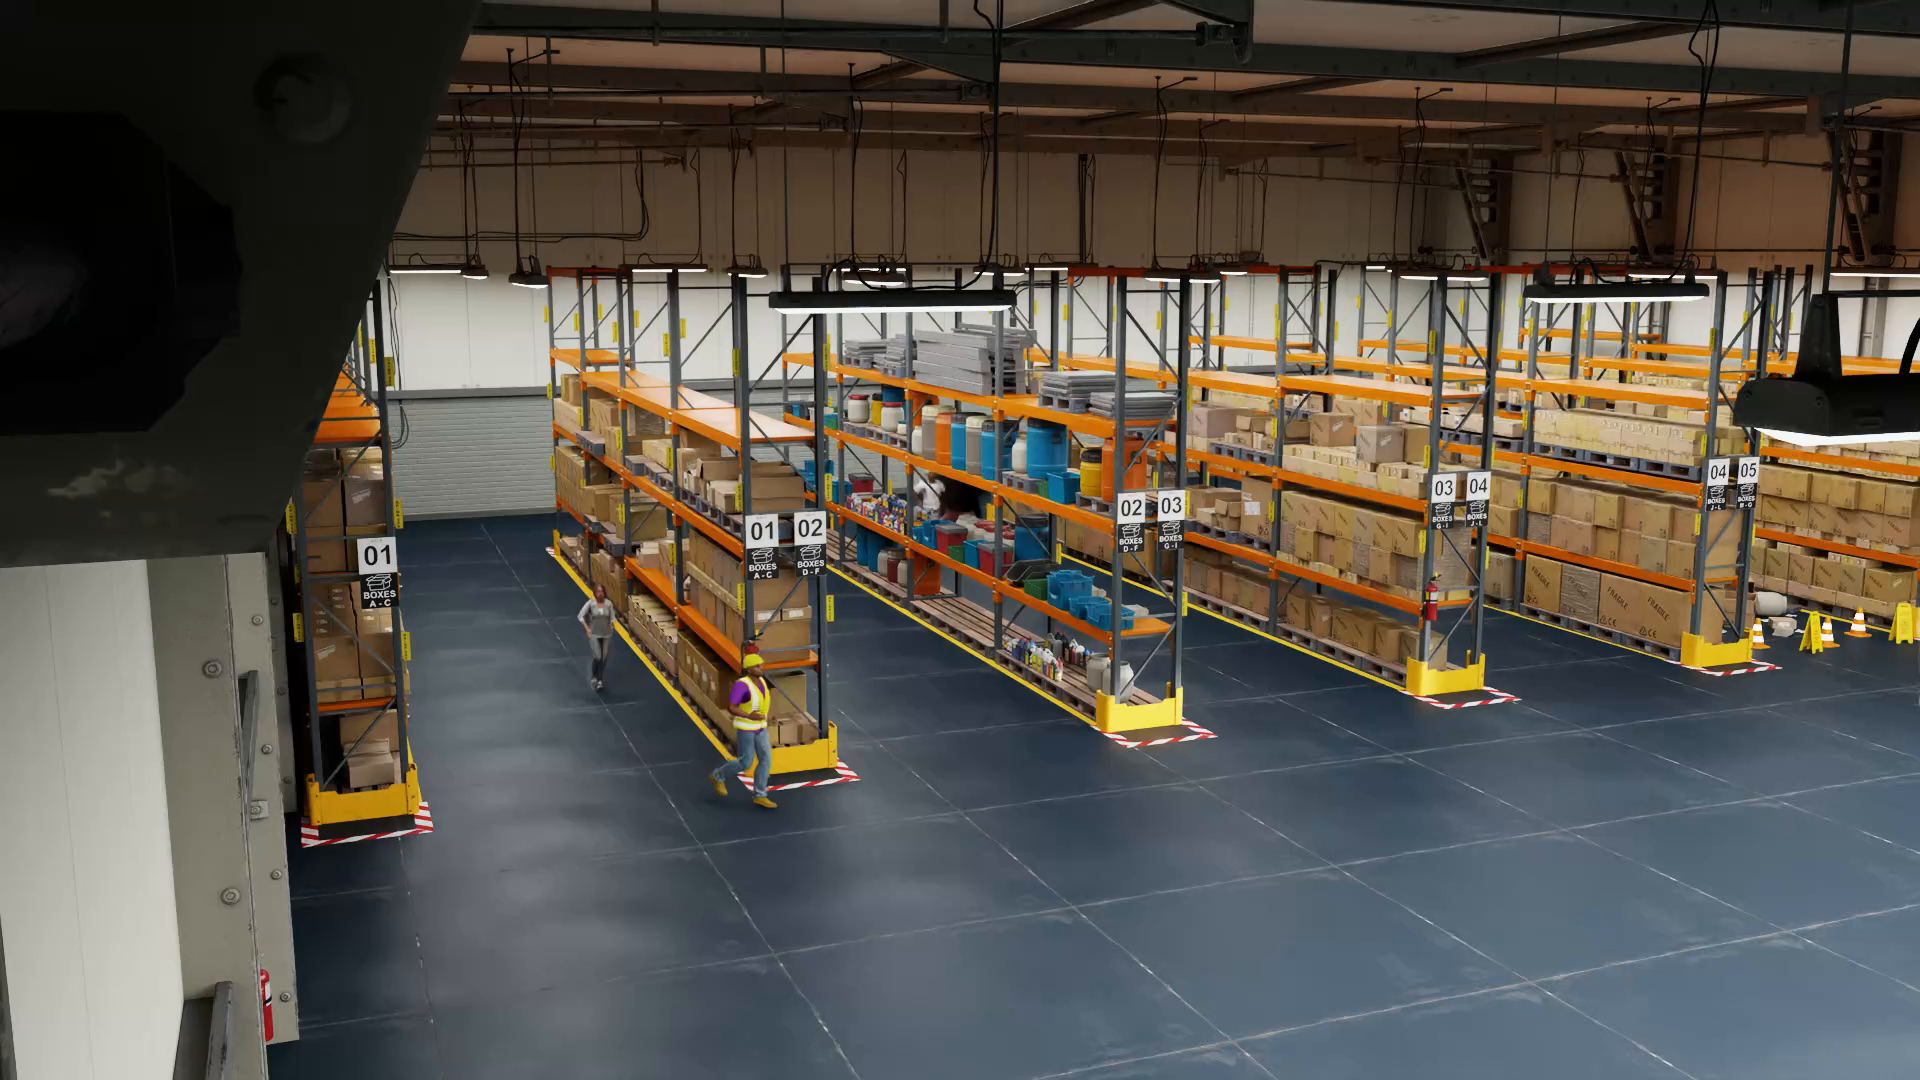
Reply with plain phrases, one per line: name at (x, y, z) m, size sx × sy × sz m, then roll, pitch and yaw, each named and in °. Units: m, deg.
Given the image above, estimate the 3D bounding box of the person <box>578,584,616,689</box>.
person at (-5.204, 1.404, 24.015) m, size 0.513 × 1.559 × 0.601 m, roll -5°, pitch 11°, yaw -27°

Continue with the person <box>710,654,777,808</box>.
person at (-2.442, 2.172, 19.194) m, size 0.855 × 1.760 × 0.707 m, roll 5°, pitch 11°, yaw 29°

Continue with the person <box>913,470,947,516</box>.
person at (-0.591, -0.678, 35.334) m, size 0.707 × 1.744 × 0.985 m, roll -6°, pitch 12°, yaw -32°
